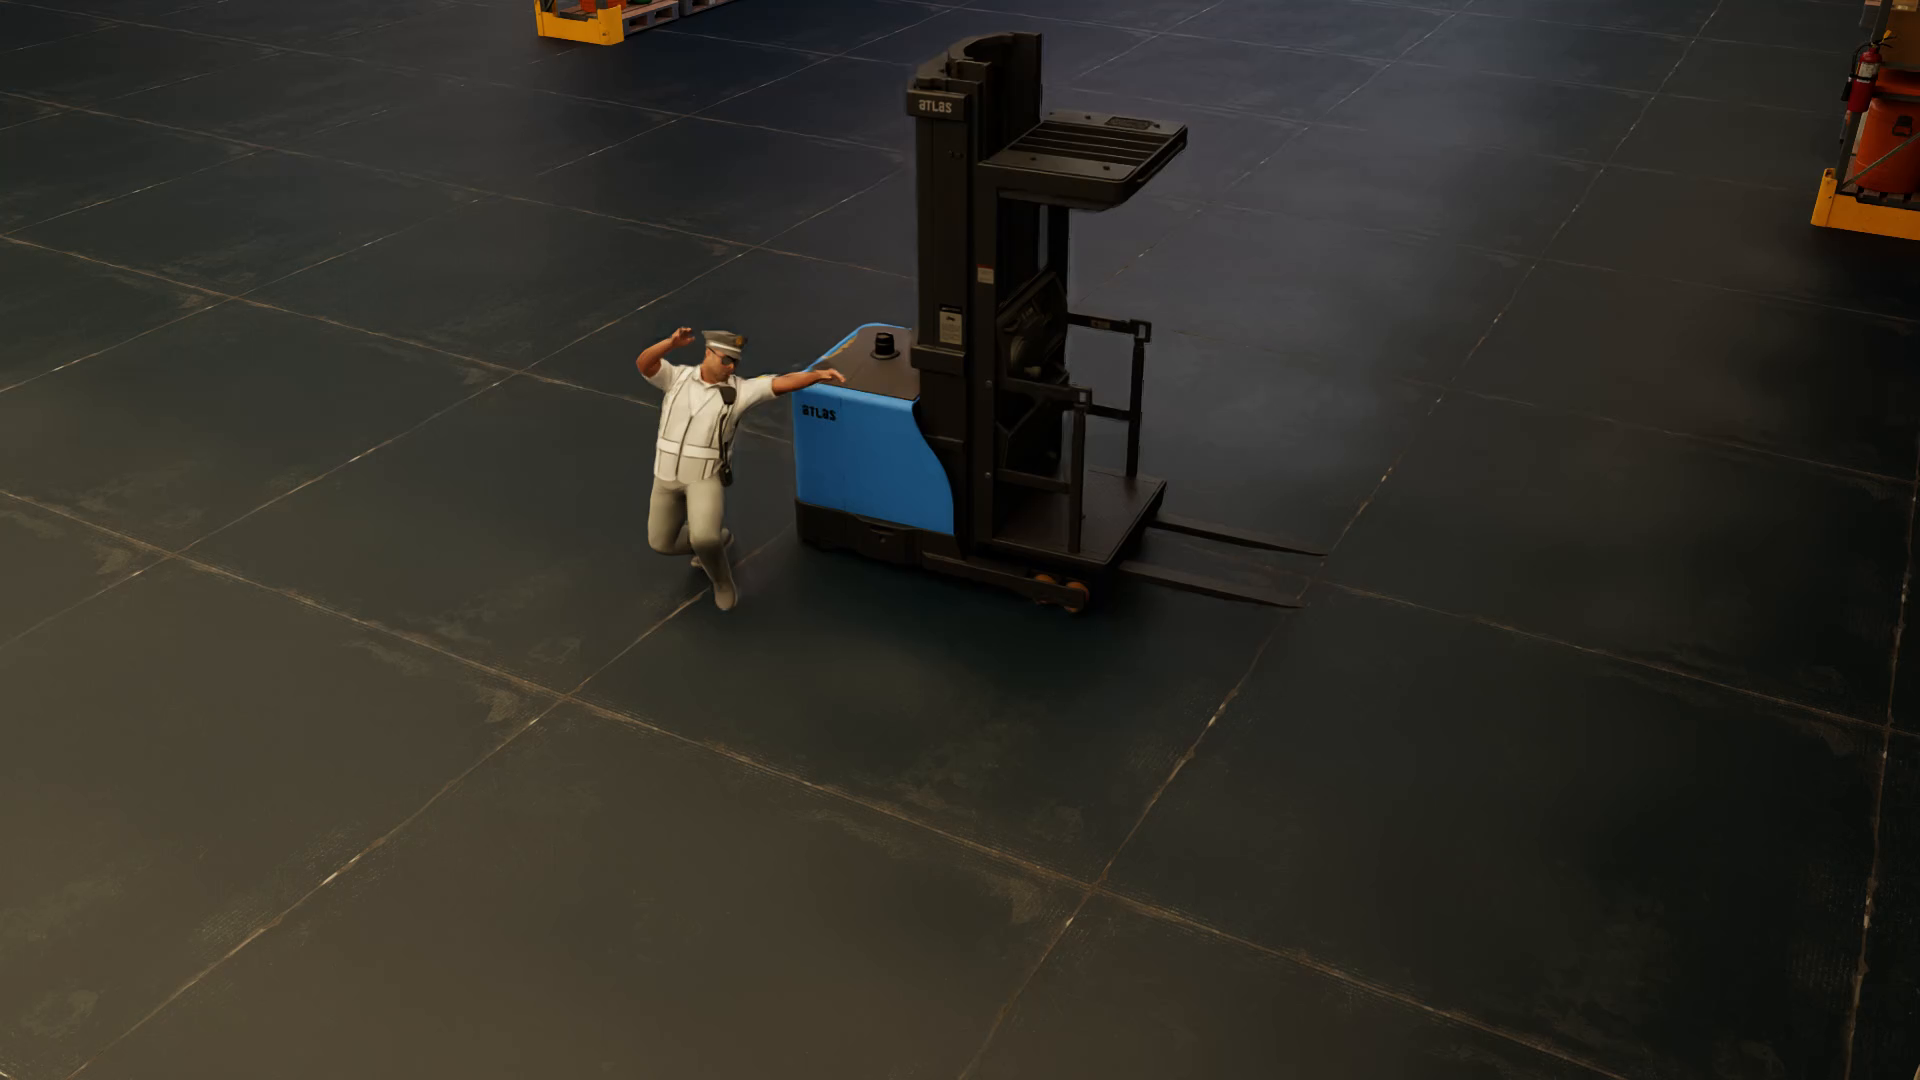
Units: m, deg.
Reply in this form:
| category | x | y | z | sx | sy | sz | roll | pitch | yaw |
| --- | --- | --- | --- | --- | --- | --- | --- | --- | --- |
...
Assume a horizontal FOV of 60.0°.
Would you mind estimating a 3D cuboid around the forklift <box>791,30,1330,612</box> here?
| category | x | y | z | sx | sy | sz | roll | pitch | yaw |
| --- | --- | --- | --- | --- | --- | --- | --- | --- | --- |
| forklift | 0.584 | -1.169 | 9.096 | 3.031 | 2.935 | 1.130 | 12 | 32 | 20 |

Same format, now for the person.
| category | x | y | z | sx | sy | sz | roll | pitch | yaw |
| --- | --- | --- | --- | --- | --- | --- | --- | --- | --- |
| person | -1.220 | -0.402 | 9.132 | 1.120 | 1.652 | 0.870 | 9 | 31 | 16 |
